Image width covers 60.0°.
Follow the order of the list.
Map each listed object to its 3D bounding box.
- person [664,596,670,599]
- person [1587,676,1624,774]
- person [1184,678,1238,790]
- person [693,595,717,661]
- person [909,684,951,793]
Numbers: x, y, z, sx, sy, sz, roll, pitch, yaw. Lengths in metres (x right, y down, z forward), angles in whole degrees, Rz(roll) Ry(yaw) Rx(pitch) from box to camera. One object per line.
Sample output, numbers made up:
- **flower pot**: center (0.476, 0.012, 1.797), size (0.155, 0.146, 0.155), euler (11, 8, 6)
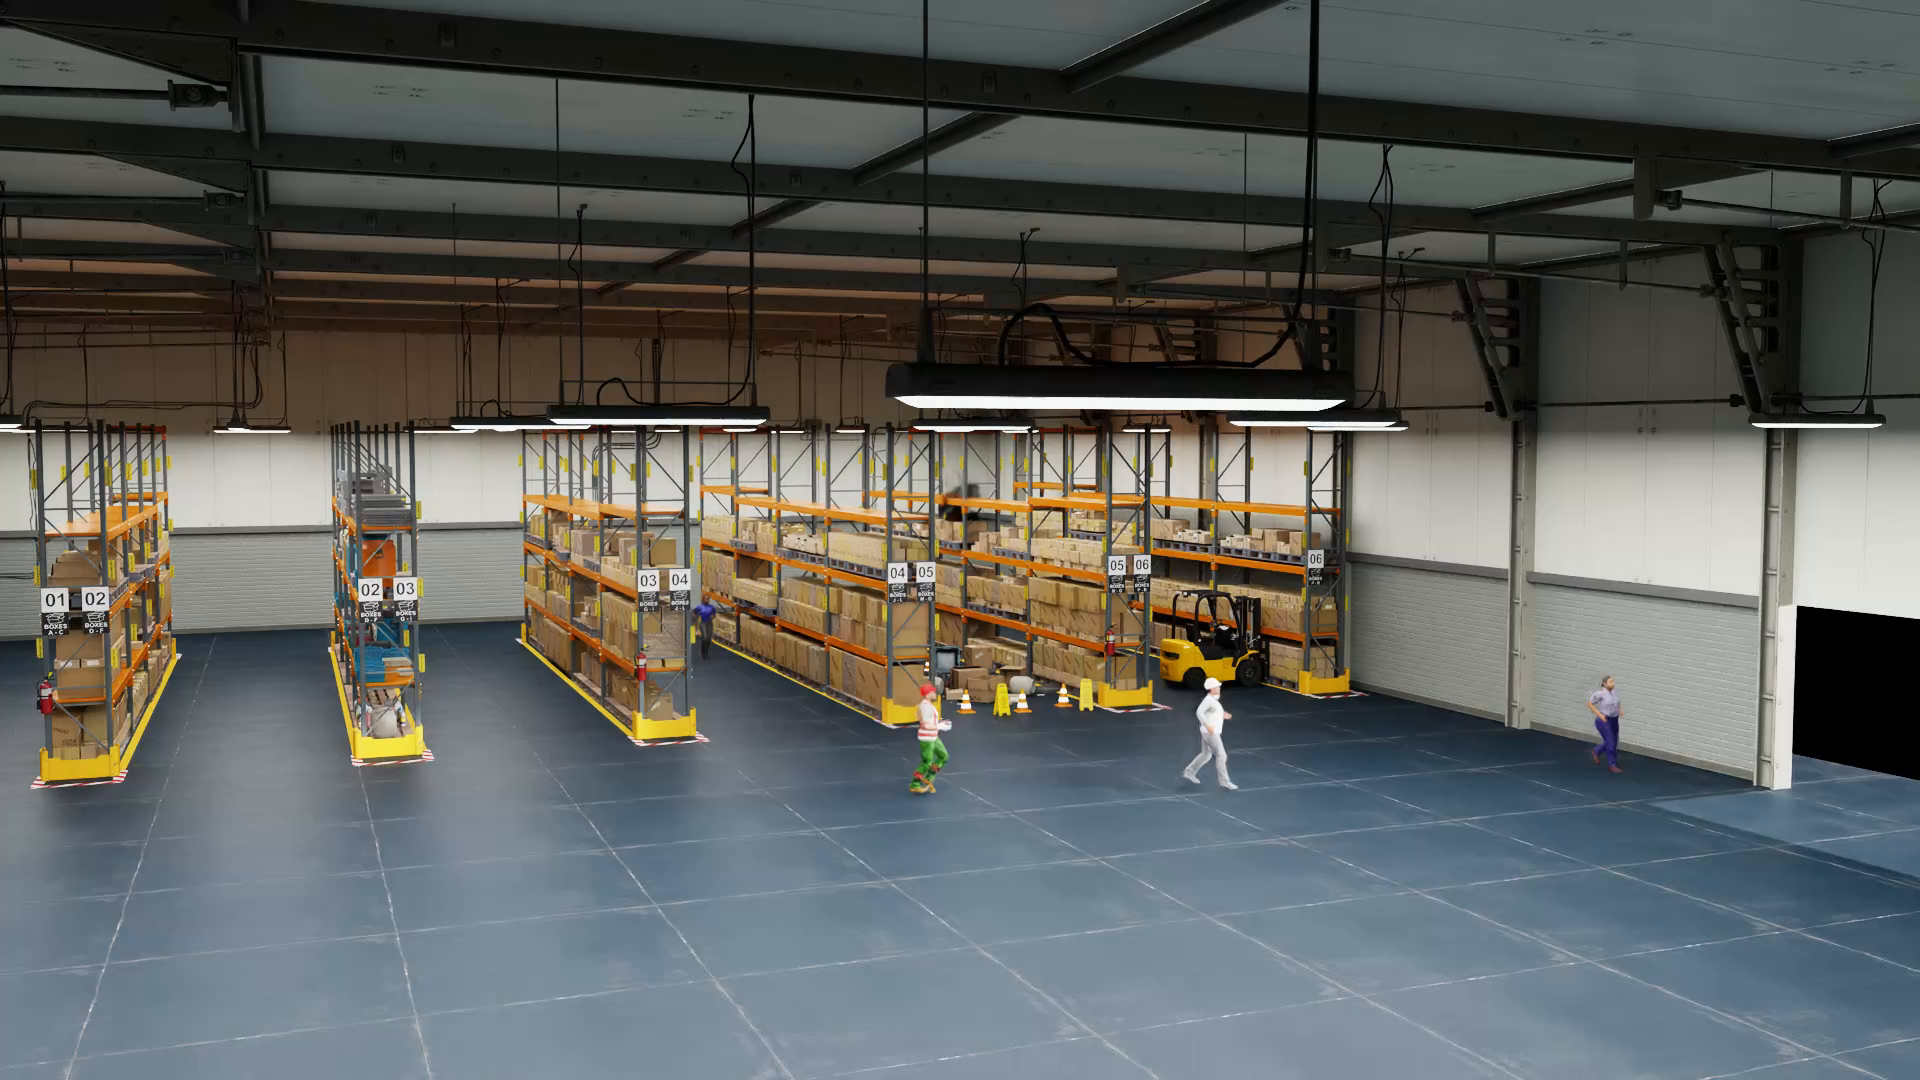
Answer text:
- **person**: center (-7.929, 1.984, 45.686), size (0.696, 1.736, 0.542), euler (-1, 4, -20)
- **person**: center (11.037, 3.136, 28.421), size (0.615, 1.620, 0.764), euler (-2, 4, -30)
- **person**: center (4.076, 3.126, 26.982), size (0.878, 1.785, 0.656), euler (0, 4, 8)
- **person**: center (-6.496, 2.288, 42.537), size (0.541, 1.619, 0.712), euler (-2, 4, -29)
- **person**: center (-0.464, 3.179, 26.501), size (0.692, 1.784, 0.628), euler (0, 4, 7)
